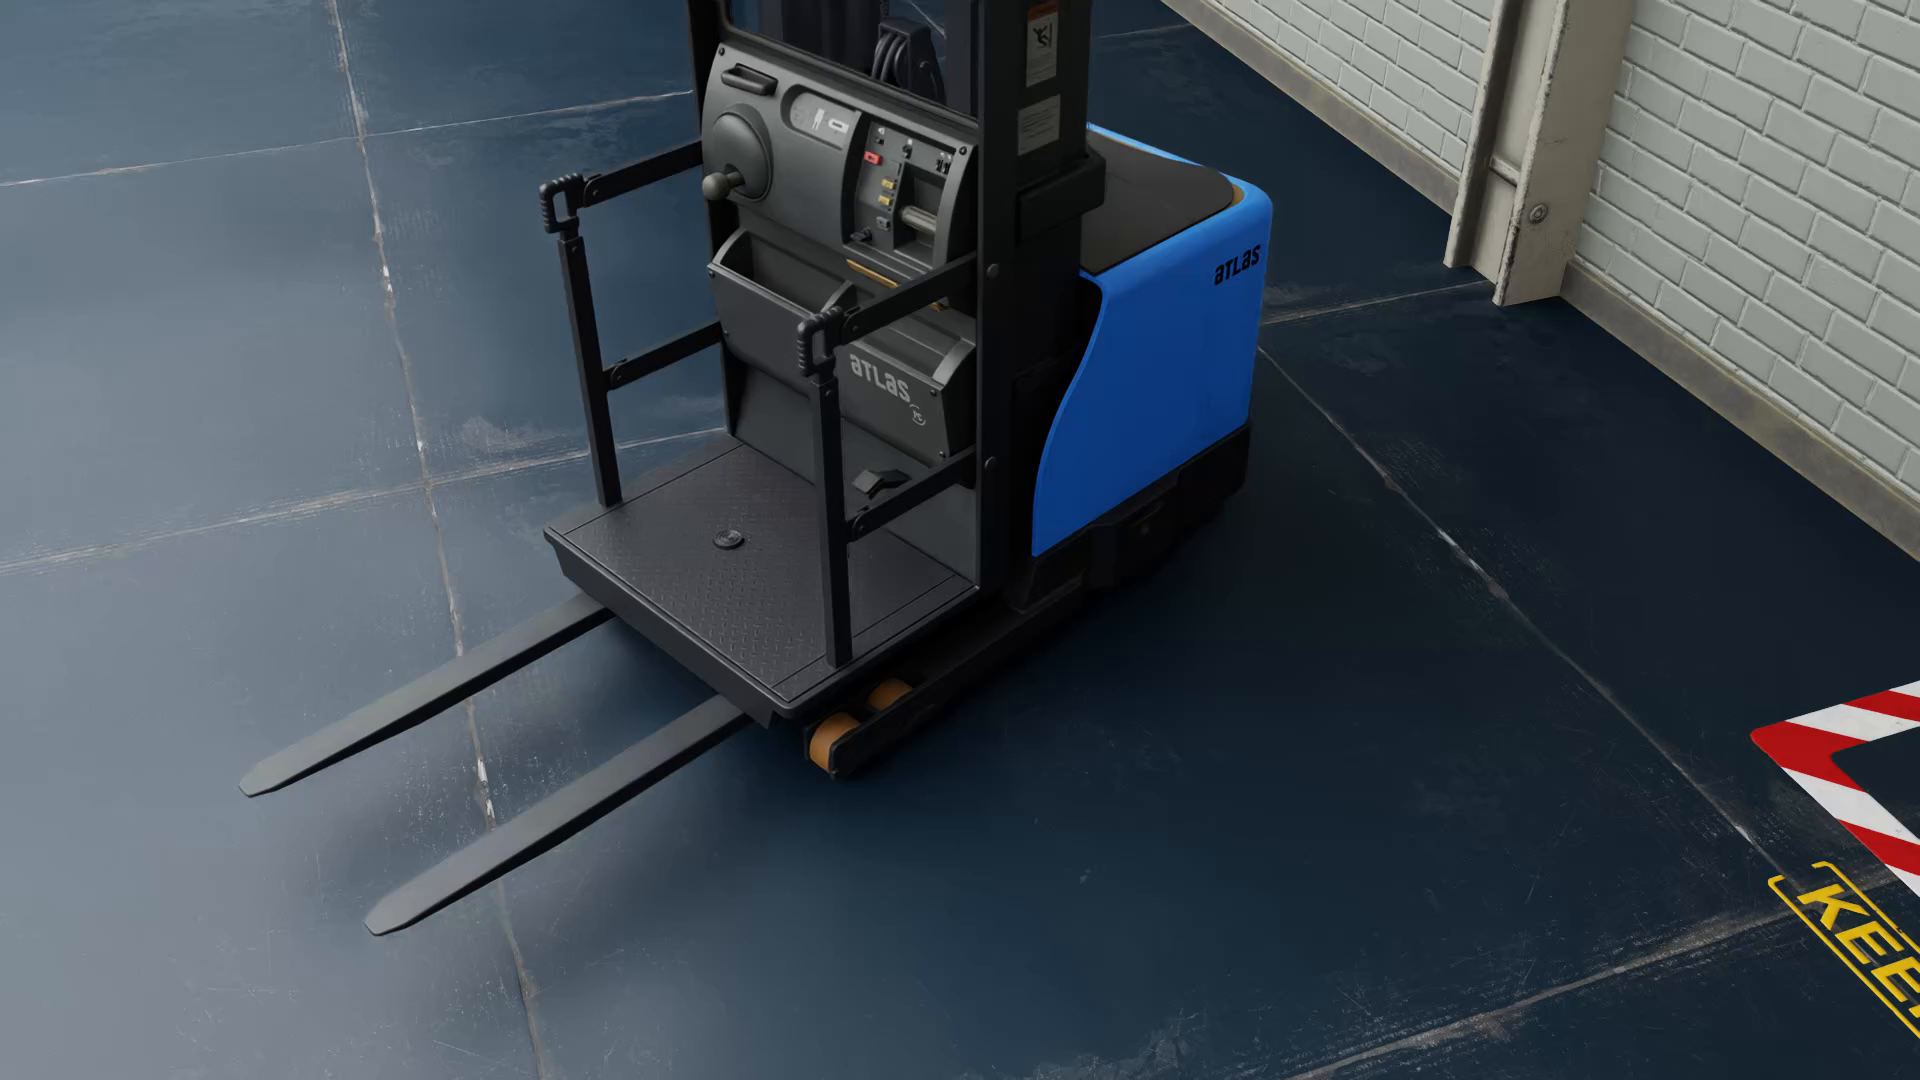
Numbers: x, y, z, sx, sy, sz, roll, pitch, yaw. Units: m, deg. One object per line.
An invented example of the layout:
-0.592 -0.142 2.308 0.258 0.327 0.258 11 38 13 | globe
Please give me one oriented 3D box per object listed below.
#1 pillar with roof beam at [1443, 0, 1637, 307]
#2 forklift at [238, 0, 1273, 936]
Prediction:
-1.871 -3.751 2.751 9.100 9.000 0.400 -12 39 -16 | pillar with roof beam
-0.471 -0.896 4.004 1.130 2.935 3.031 31 47 34 | forklift
